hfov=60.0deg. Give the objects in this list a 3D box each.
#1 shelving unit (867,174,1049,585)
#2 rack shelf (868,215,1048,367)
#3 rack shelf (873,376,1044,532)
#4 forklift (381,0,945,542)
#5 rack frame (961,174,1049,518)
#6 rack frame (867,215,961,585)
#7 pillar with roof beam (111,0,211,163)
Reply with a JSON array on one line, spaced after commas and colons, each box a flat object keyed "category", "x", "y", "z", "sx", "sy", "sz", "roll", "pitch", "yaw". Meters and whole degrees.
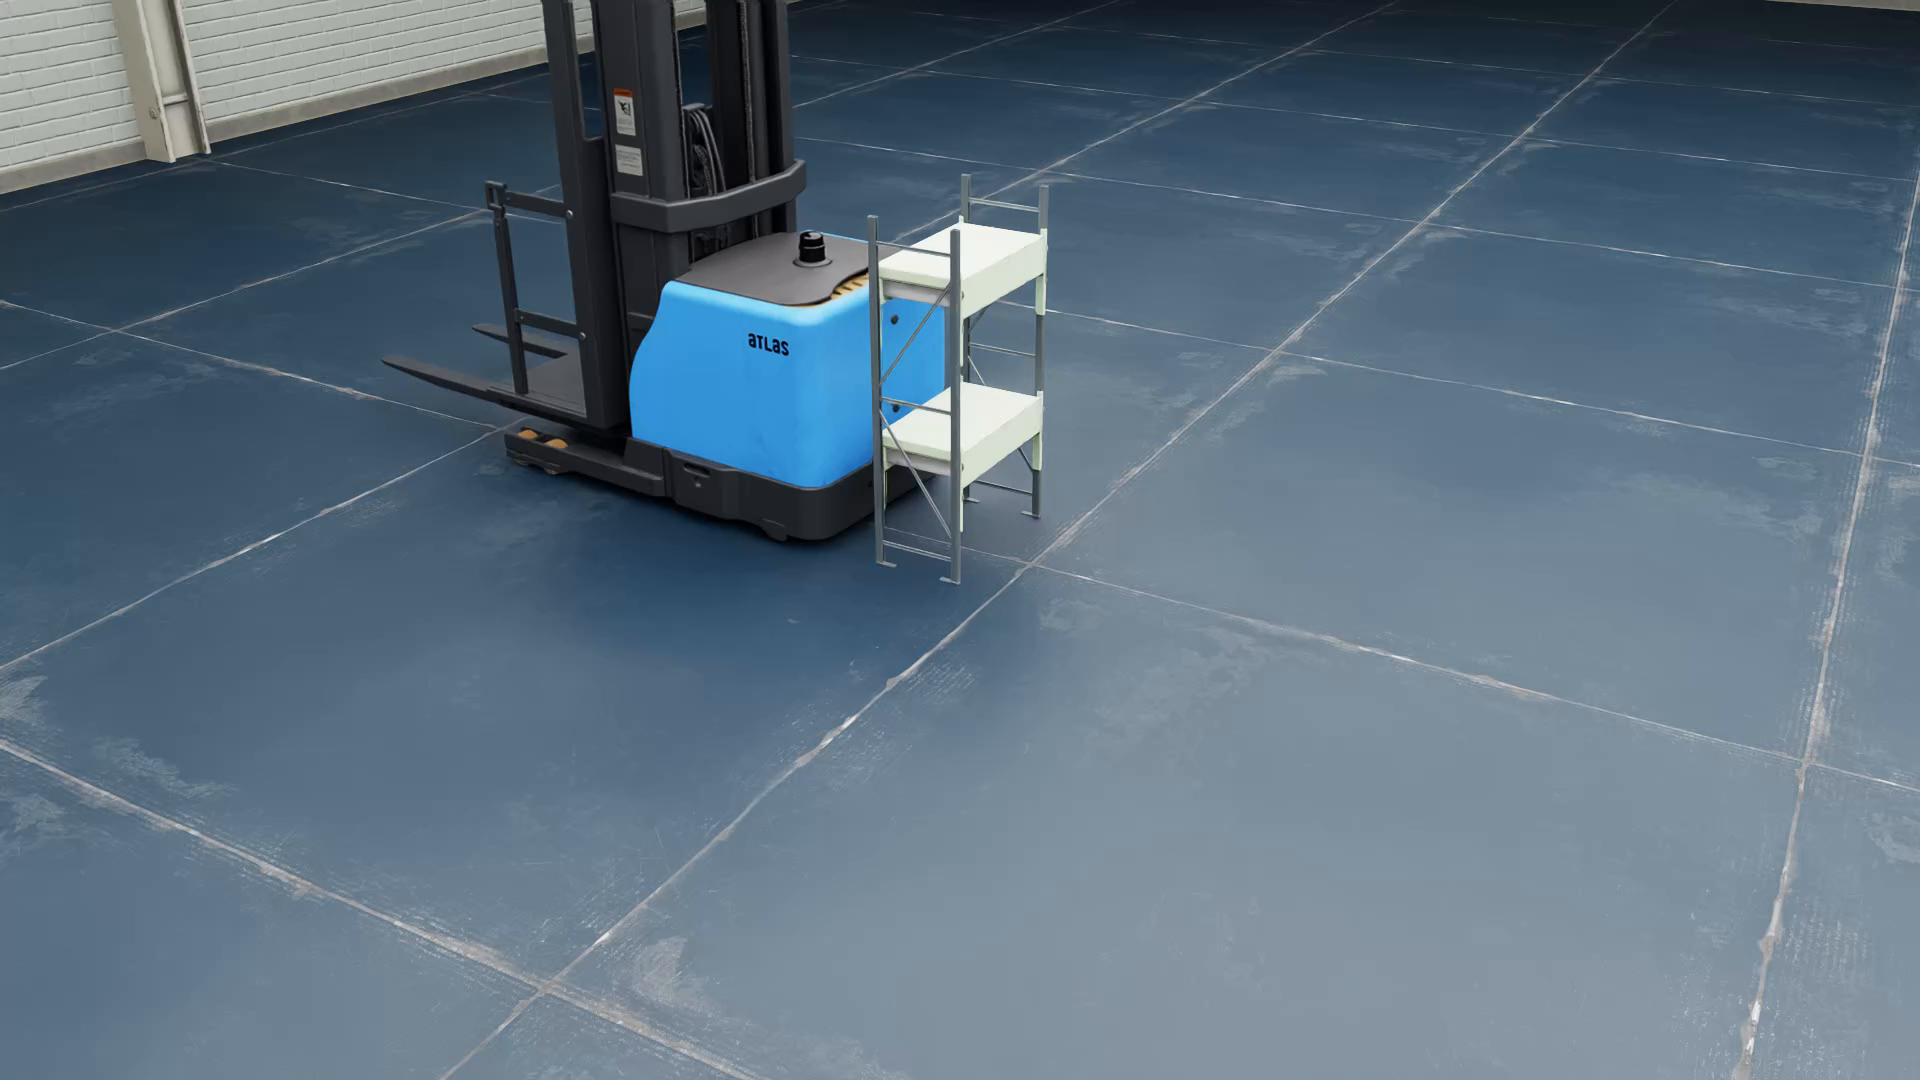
[{"category": "shelving unit", "x": 0.003, "y": -0.673, "z": 6.919, "sx": 0.431, "sy": 1.500, "sz": 0.755, "roll": 14, "pitch": 30, "yaw": 26}, {"category": "rack shelf", "x": 0.003, "y": -1.022, "z": 6.745, "sx": 0.431, "sy": 0.370, "sz": 0.720, "roll": 14, "pitch": 30, "yaw": 26}, {"category": "rack shelf", "x": 0.003, "y": -0.382, "z": 7.065, "sx": 0.431, "sy": 0.370, "sz": 0.720, "roll": 14, "pitch": 30, "yaw": 26}, {"category": "forklift", "x": -1.565, "y": -1.797, "z": 7.566, "sx": 3.031, "sy": 2.935, "sz": 1.130, "roll": 17, "pitch": 31, "yaw": 30}, {"category": "rack frame", "x": 0.183, "y": -0.816, "z": 7.204, "sx": 0.400, "sy": 1.500, "sz": 0.023, "roll": 14, "pitch": 30, "yaw": 26}, {"category": "rack frame", "x": -0.177, "y": -0.531, "z": 6.635, "sx": 0.400, "sy": 1.500, "sz": 0.023, "roll": 14, "pitch": 30, "yaw": 26}, {"category": "pillar with roof beam", "x": -2.586, "y": -6.194, "z": 9.570, "sx": 9.100, "sy": 9.000, "sz": 0.400, "roll": 14, "pitch": 30, "yaw": 26}]
